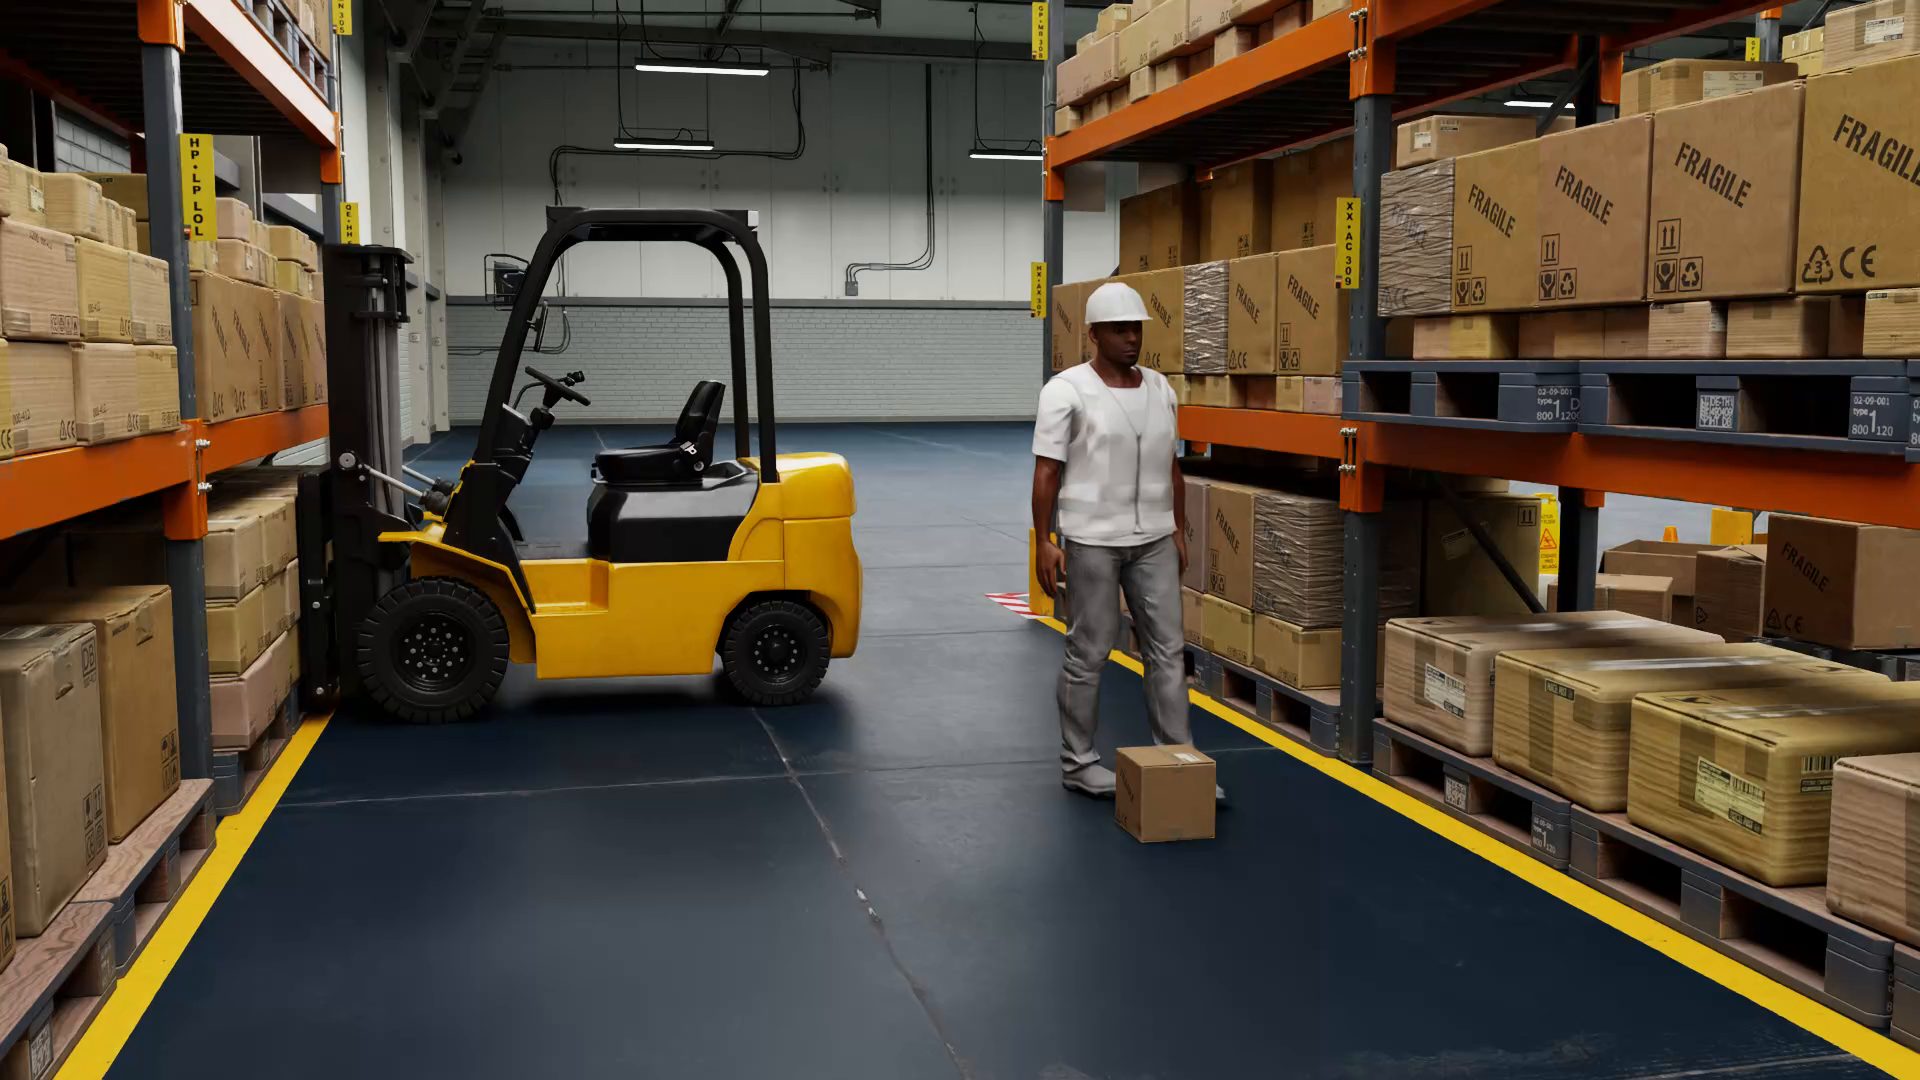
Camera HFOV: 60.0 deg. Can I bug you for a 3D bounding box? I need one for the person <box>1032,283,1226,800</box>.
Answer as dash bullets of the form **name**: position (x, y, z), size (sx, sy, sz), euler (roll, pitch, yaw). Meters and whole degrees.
- **person**: position (0.583, 0.015, 5.654), size (0.589, 1.768, 0.591), euler (-3, 7, -24)
